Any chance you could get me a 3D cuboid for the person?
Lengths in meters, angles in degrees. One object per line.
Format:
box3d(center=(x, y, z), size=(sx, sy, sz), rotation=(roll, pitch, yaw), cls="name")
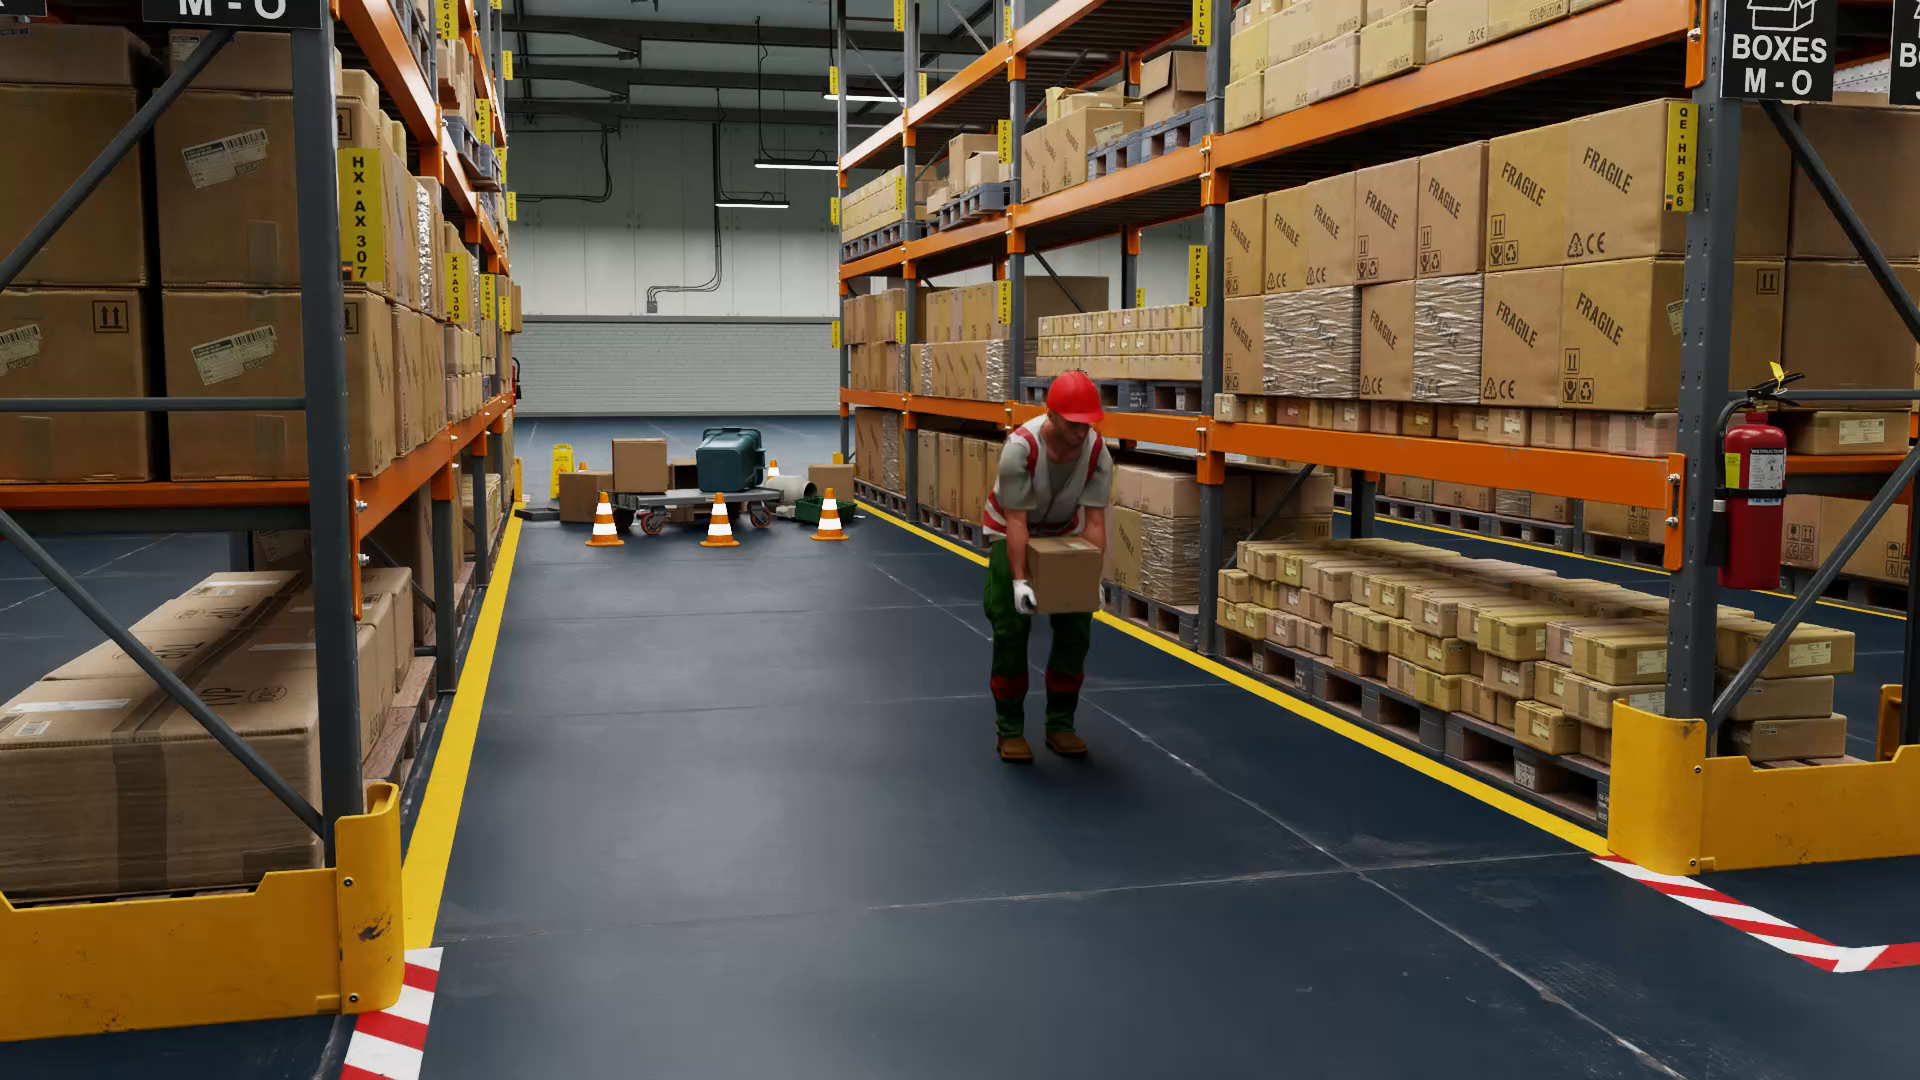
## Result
box3d(center=(0.365, 0.112, 6.700), size=(0.484, 1.581, 0.784), rotation=(-2, 6, -15), cls="person")
